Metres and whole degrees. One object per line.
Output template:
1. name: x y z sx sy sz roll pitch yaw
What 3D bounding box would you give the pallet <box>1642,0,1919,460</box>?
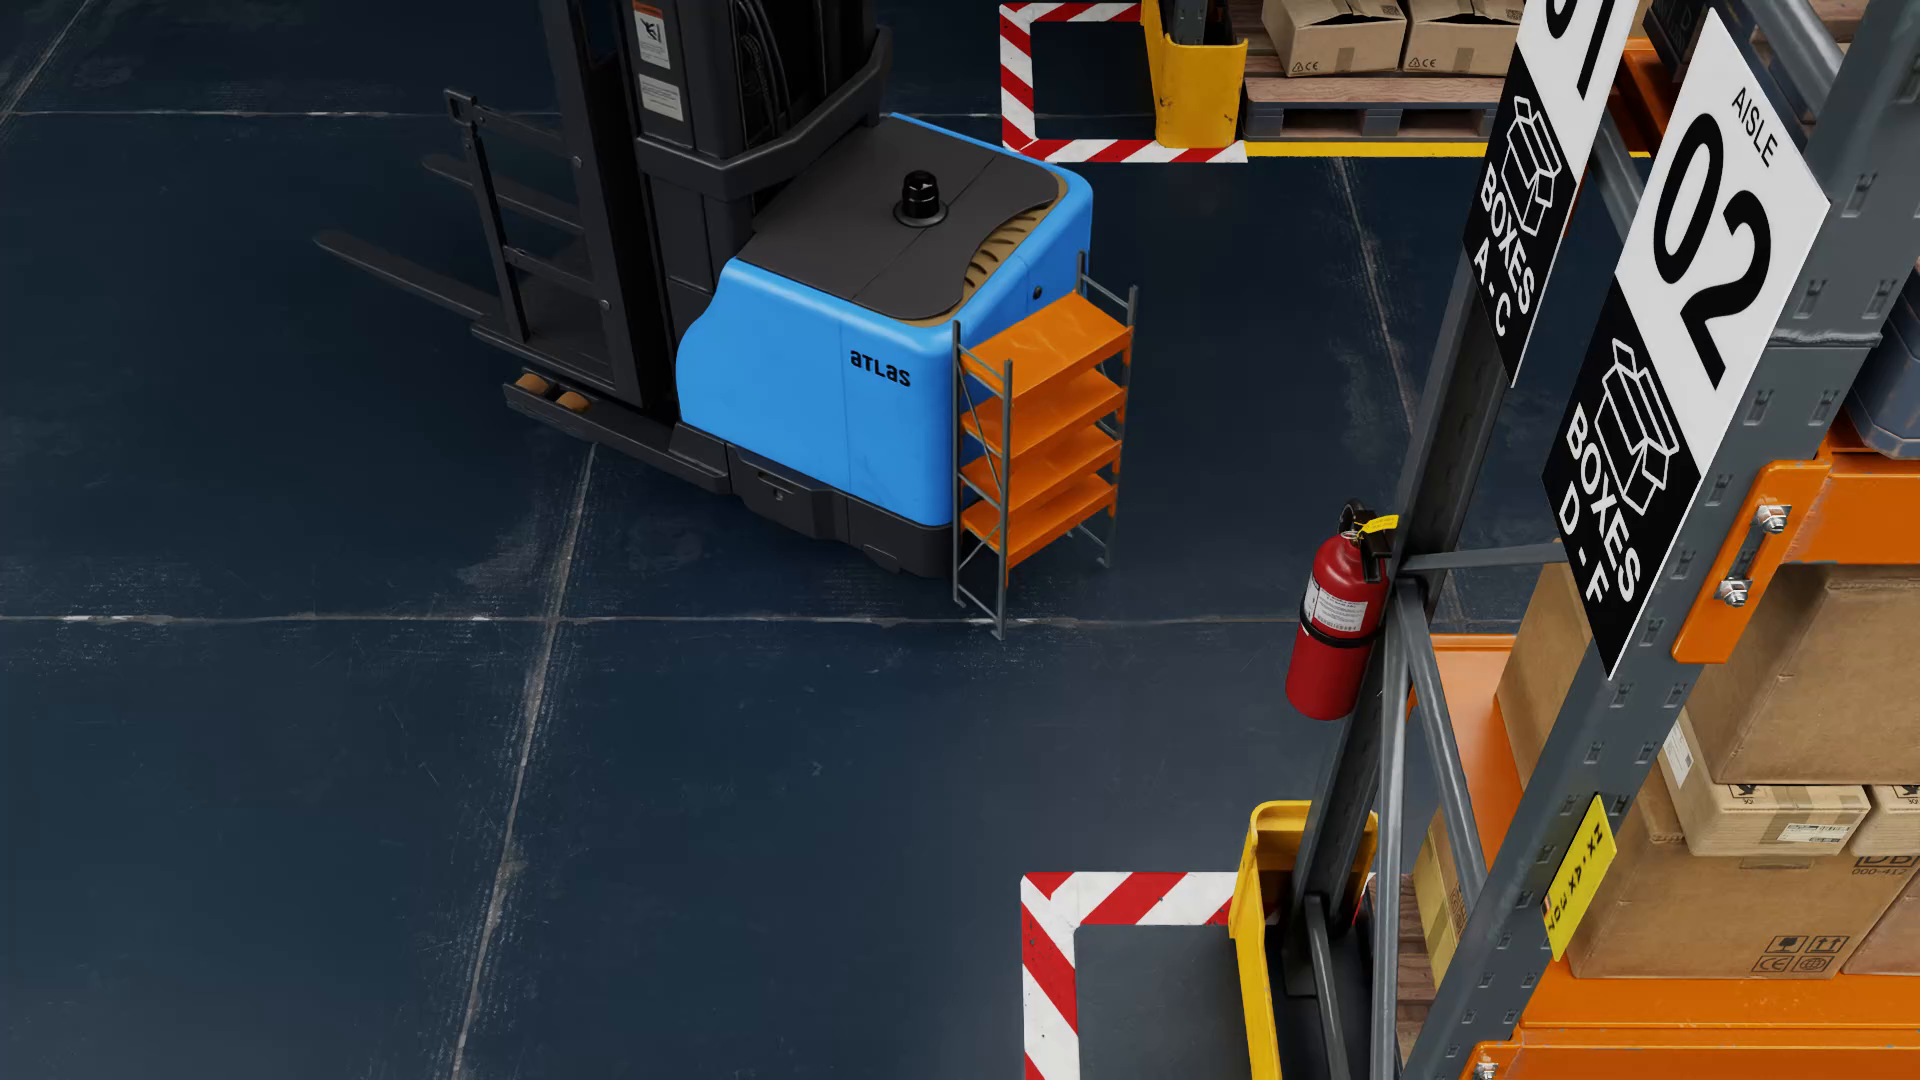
1. pallet: 1.666 -0.529 2.205 1.213 0.211 1.003 0 47 0

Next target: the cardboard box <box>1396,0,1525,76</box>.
1. cardboard box: 2.236 -2.349 7.423 0.500 0.311 0.500 4 47 3

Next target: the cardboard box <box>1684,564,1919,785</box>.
1. cardboard box: 1.479 -0.024 2.768 0.500 0.500 0.700 0 47 0

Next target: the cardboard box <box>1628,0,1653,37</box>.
1. cardboard box: 2.969 -2.375 7.318 0.500 0.500 0.700 -3 47 -2

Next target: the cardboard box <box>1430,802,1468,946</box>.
1. cardboard box: 1.497 0.764 4.069 0.500 0.500 0.500 0 47 0

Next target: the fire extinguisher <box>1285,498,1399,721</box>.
1. fire extinguisher: 0.843 0.128 3.635 0.183 0.674 0.296 0 47 0

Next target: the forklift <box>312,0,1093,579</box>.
1. forklift: -1.084 -1.685 5.316 3.031 2.935 1.130 23 51 20

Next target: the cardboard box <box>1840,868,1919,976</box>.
1. cardboard box: 1.951 0.416 3.245 0.500 0.500 0.700 1 47 1

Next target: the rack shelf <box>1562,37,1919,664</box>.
1. rack shelf: 2.959 -0.330 2.450 4.000 0.370 1.077 0 47 0

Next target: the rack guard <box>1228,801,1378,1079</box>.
1. rack guard: 0.935 1.293 4.205 0.348 0.500 1.175 0 47 0

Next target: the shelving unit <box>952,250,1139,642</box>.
1. shelving unit: 0.246 -0.263 5.175 0.503 1.200 0.258 -32 55 -26

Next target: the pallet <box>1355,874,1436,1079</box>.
1. pallet: 1.724 1.363 4.337 1.213 0.211 1.003 0 47 0

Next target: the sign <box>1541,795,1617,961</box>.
1. sign: 0.951 0.526 2.566 0.005 0.325 0.100 0 47 0

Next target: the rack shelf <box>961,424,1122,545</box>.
1. rack shelf: 0.246 -0.217 5.224 0.480 0.148 0.258 -32 55 -26

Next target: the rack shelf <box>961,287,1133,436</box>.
1. rack shelf: 0.246 -0.531 4.887 0.480 0.148 0.258 -32 55 -26

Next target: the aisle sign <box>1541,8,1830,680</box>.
1. aisle sign: 0.893 -0.220 2.129 0.004 0.787 0.394 0 47 0

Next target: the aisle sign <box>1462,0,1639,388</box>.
1. aisle sign: 0.895 -0.659 2.538 0.004 0.787 0.394 0 47 0

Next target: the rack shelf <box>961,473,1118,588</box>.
1. rack shelf: 0.246 -0.082 5.369 0.480 0.148 0.258 -32 55 -26

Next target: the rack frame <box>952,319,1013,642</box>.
1. rack frame: 0.062 -0.146 5.066 0.015 1.200 0.240 -32 55 -26

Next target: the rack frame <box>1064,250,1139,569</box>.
1. rack frame: 0.431 -0.380 5.284 0.015 1.200 0.240 -32 55 -26

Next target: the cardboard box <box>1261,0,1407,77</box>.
1. cardboard box: 1.666 -2.350 7.425 0.500 0.311 0.500 -5 47 -4

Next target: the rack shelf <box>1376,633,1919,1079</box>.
1. rack shelf: 2.959 0.692 3.548 4.000 0.370 1.077 0 47 0

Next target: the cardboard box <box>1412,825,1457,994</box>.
1. cardboard box: 1.497 1.021 4.342 0.500 0.250 0.500 0 47 0

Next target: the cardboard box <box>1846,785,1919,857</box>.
1. cardboard box: 1.615 0.344 2.869 0.250 0.149 0.380 -1 47 -1

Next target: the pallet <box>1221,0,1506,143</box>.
1. pallet: 1.862 -2.206 7.659 1.213 0.211 1.003 0 47 0

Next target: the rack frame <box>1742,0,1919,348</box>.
1. rack frame: 0.959 -1.602 1.094 0.127 3.000 1.000 0 47 0

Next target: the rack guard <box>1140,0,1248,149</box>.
1. rack guard: 1.050 -2.332 7.579 0.348 0.500 1.175 0 47 0

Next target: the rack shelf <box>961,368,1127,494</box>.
1. rack shelf: 0.246 -0.369 5.060 0.480 0.148 0.258 -32 55 -26

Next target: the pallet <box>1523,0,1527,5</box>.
1. pallet: 3.079 -2.200 7.654 1.213 0.211 1.003 0 47 0

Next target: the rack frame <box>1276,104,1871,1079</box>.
1. rack frame: 0.959 0.442 3.290 0.127 3.000 1.000 0 47 0

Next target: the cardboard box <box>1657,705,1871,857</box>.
1. cardboard box: 1.351 0.345 2.868 0.250 0.149 0.380 0 47 0

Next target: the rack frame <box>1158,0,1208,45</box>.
1. rack frame: 0.974 -3.184 6.665 0.127 3.000 1.000 0 47 0

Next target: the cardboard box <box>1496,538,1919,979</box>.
1. cardboard box: 1.426 0.418 3.243 0.500 0.500 0.700 0 47 0
